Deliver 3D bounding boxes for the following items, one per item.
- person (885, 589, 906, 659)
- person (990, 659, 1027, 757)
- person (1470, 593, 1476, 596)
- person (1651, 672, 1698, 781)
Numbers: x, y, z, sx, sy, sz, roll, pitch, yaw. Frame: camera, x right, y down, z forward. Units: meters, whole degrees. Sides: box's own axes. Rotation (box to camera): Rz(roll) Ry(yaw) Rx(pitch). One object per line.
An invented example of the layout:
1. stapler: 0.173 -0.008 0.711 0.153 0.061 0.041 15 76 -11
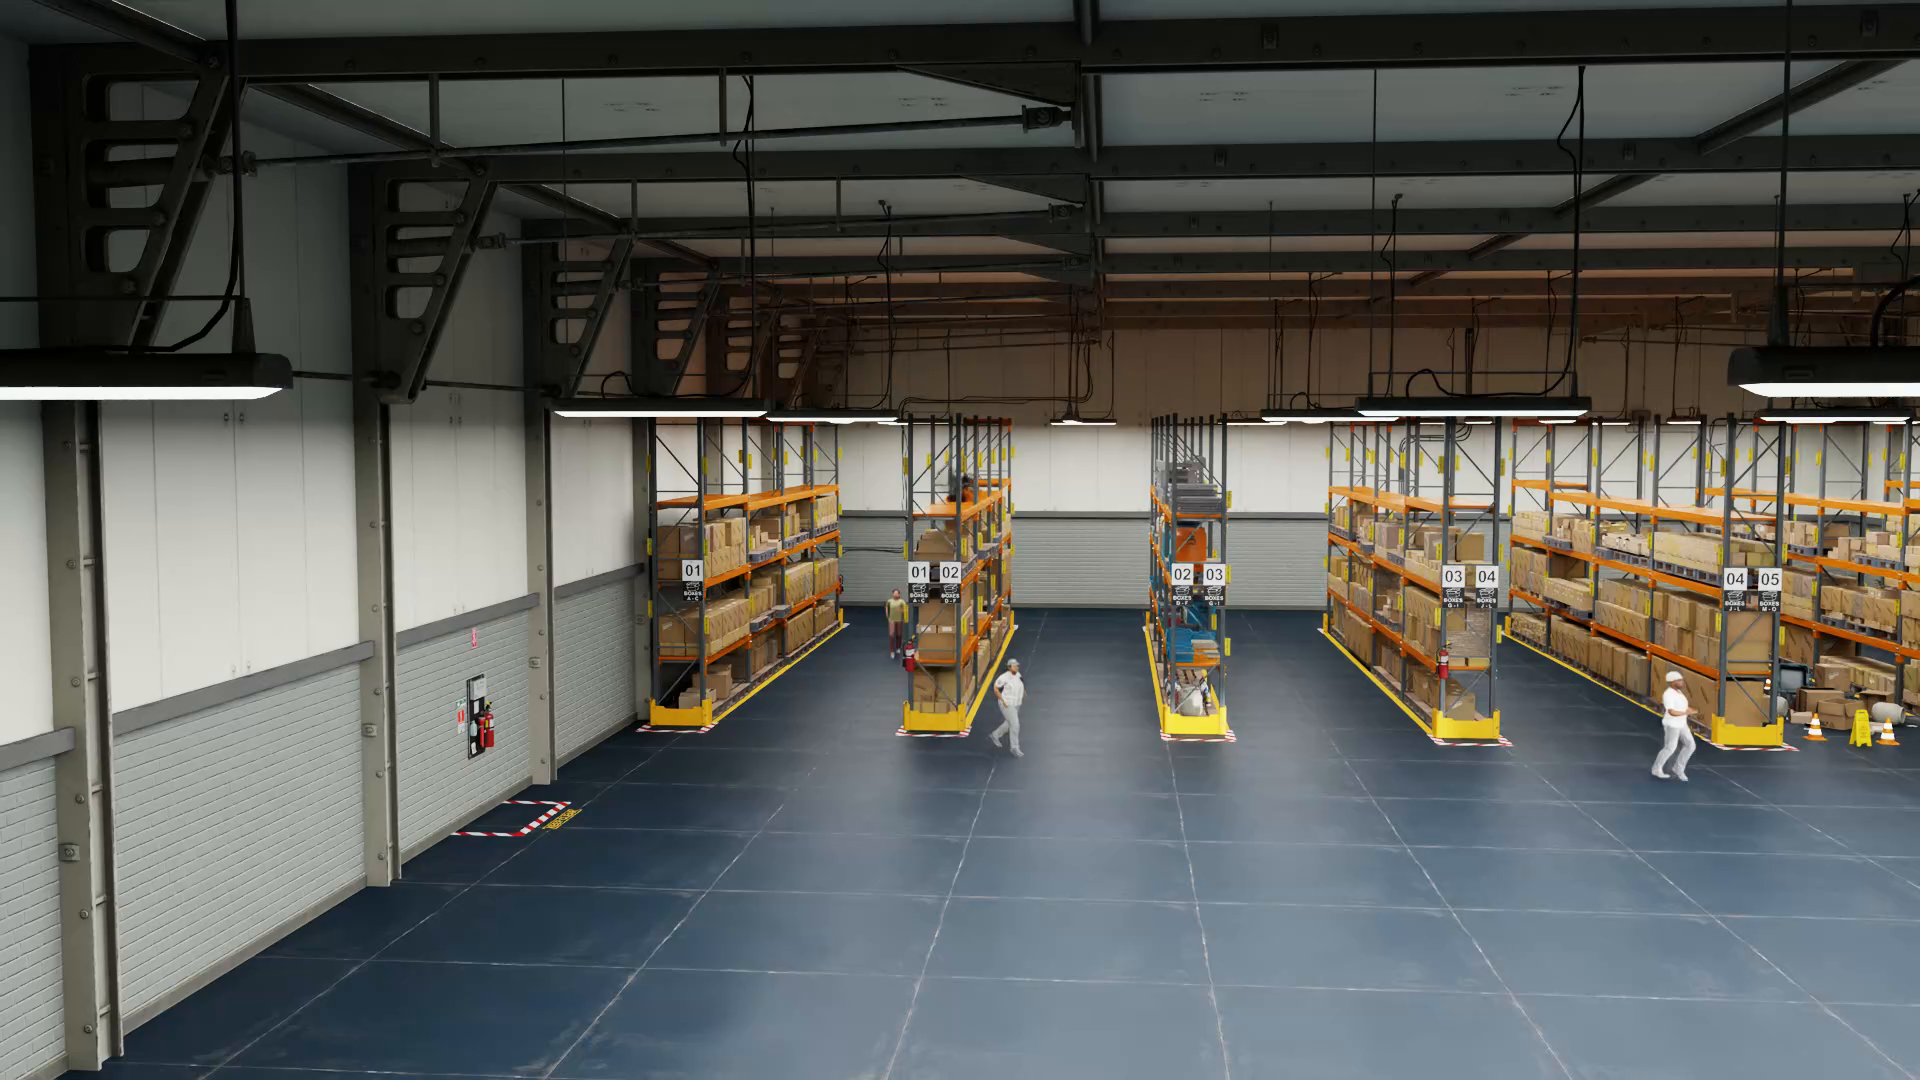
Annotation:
1. person: -1.601 2.072 41.658 0.553 1.713 0.839 0 4 -1
2. person: 0.855 2.924 29.285 0.806 1.695 0.603 3 5 37
3. person: 14.358 1.790 46.731 0.624 1.569 0.582 3 5 38
4. person: 11.612 3.038 26.947 0.713 1.820 0.691 4 5 44
